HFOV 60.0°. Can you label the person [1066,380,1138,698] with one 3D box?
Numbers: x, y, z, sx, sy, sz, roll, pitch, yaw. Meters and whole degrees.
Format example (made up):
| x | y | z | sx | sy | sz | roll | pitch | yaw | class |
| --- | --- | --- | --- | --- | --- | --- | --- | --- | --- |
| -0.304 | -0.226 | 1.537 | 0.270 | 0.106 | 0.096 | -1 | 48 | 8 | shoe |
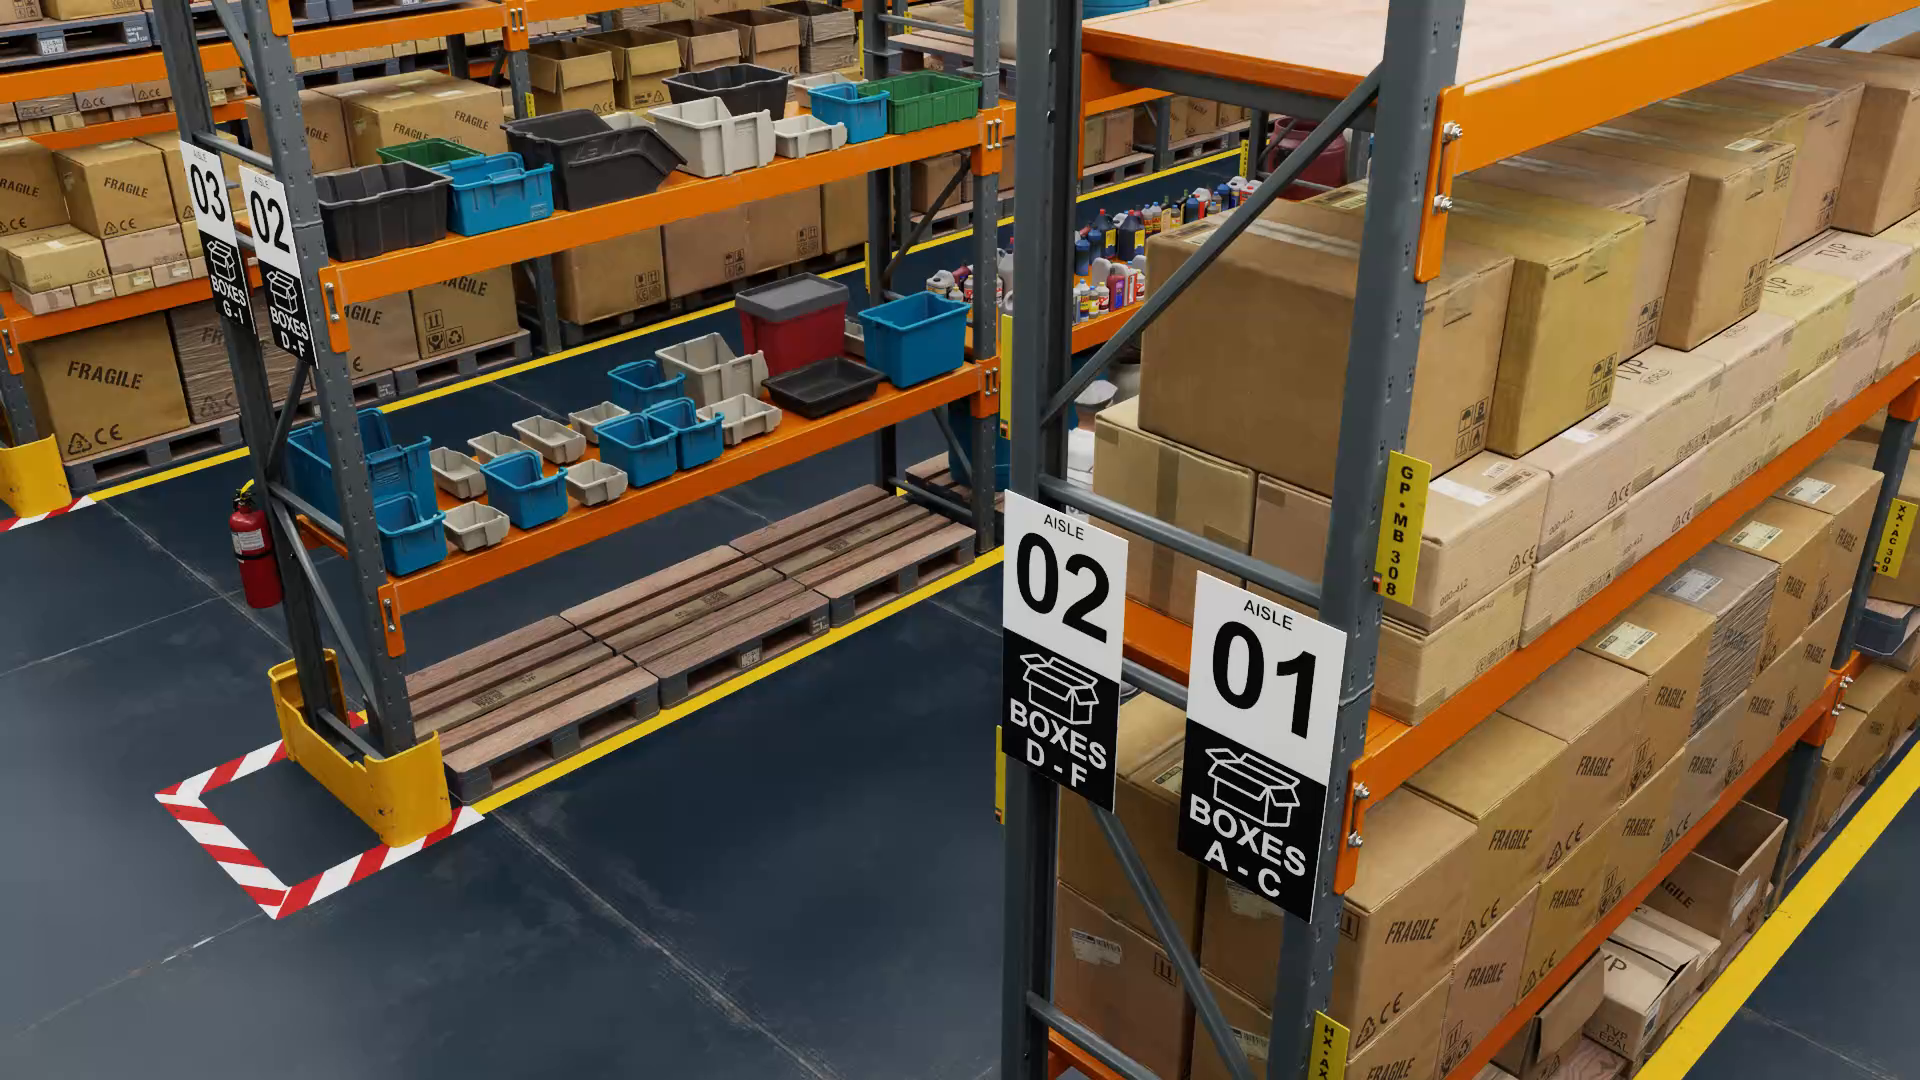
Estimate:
| x | y | z | sx | sy | sz | roll | pitch | yaw | class |
| --- | --- | --- | --- | --- | --- | --- | --- | --- | --- |
| 0.656 | 0.025 | 8.857 | 0.606 | 1.750 | 0.431 | 22 | 35 | 36 | person |
